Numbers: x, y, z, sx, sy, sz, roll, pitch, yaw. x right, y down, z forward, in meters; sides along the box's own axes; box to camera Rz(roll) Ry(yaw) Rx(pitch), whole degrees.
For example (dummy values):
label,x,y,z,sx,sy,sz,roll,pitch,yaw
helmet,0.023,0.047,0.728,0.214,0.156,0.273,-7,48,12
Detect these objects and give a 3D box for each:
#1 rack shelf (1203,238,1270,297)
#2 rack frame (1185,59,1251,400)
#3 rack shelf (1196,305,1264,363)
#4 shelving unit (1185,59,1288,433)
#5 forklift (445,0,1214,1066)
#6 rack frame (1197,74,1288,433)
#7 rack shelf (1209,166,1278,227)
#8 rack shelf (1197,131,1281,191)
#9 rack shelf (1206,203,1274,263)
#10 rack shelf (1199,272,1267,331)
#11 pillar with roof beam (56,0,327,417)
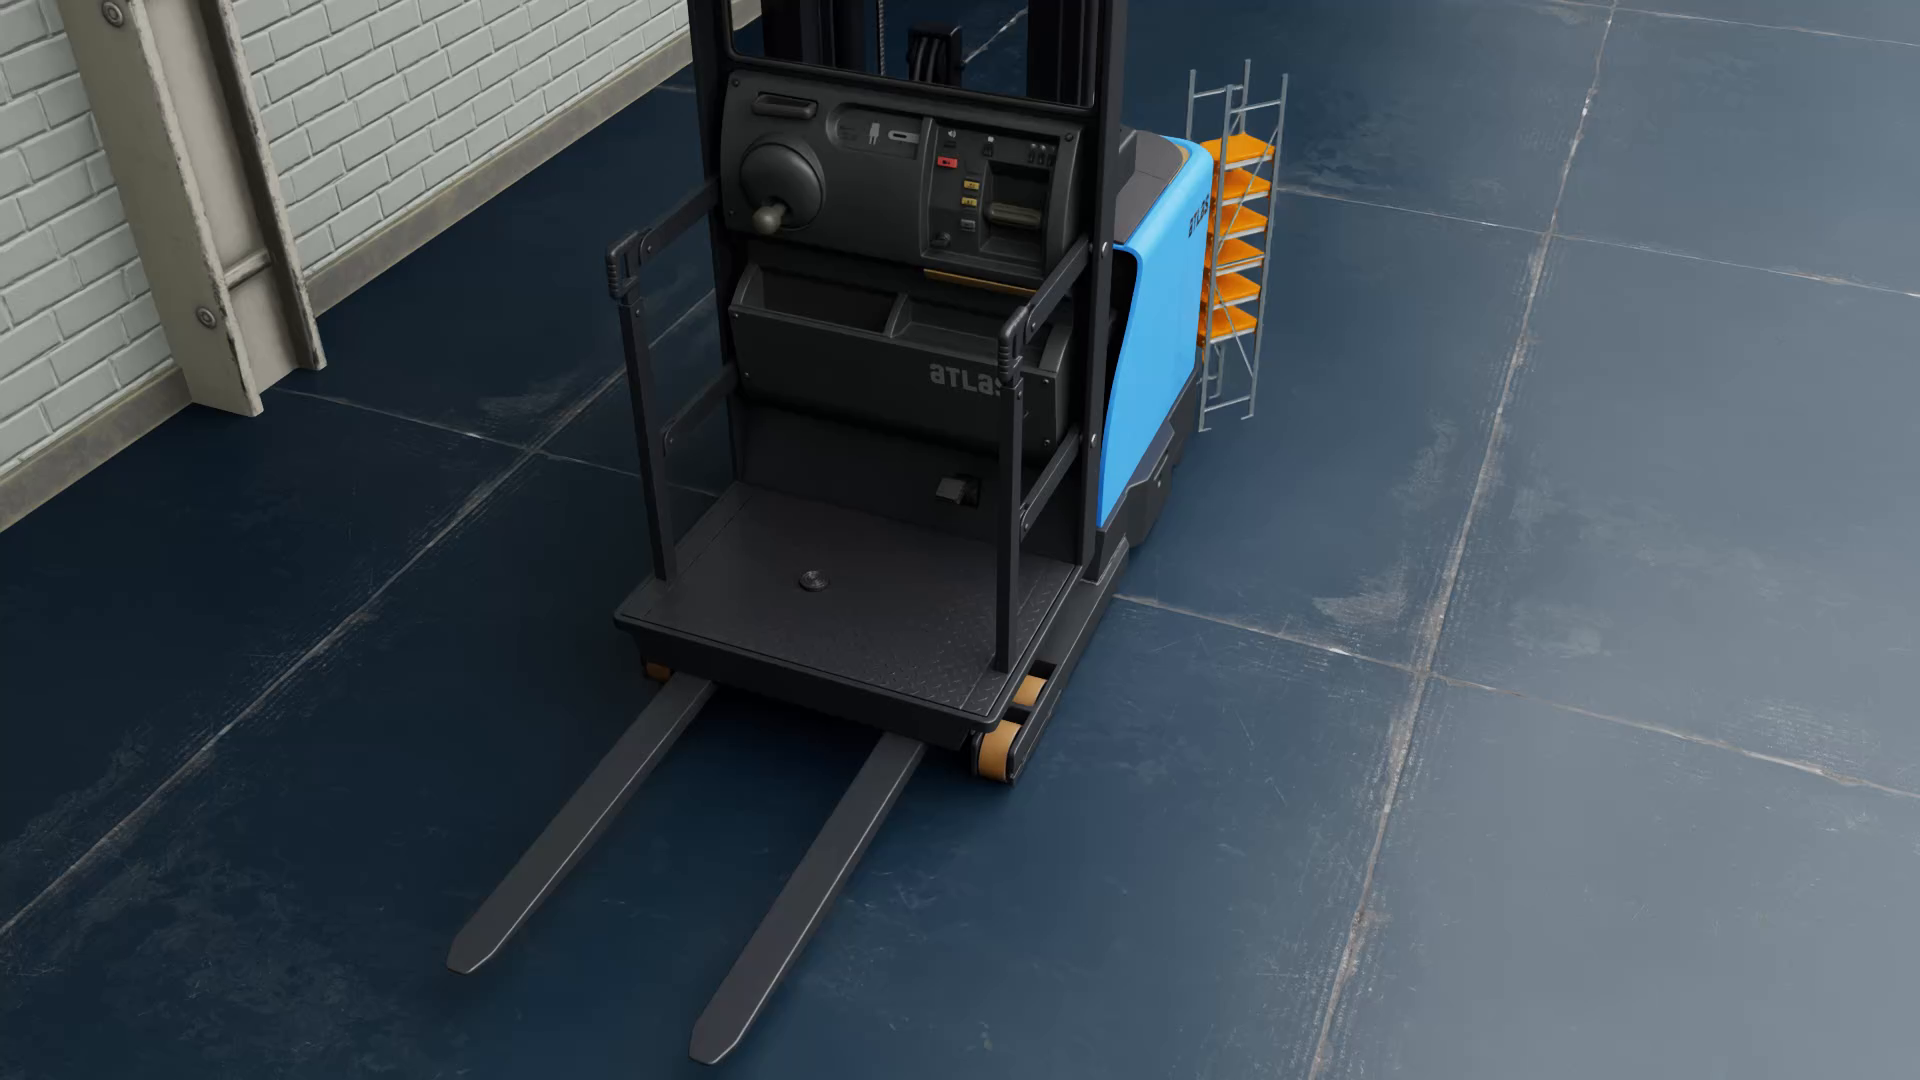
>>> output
label,x,y,z,sx,sy,sz,roll,pitch,yaw
rack shelf,0.870,-0.912,5.524,0.258,0.103,0.180,-18,36,-26
rack frame,0.823,-0.991,5.567,0.240,1.200,0.006,-18,36,-26
rack shelf,0.870,-0.708,5.651,0.258,0.103,0.180,-18,36,-26
shelving unit,0.870,-0.949,5.500,0.258,1.200,0.189,-18,36,-26
forklift,-0.241,-0.825,3.906,1.130,2.935,3.031,14,39,18
rack frame,0.916,-0.908,5.433,0.240,1.200,0.006,-18,36,-26
rack shelf,0.869,-1.115,5.396,0.258,0.103,0.180,-18,36,-26
rack shelf,0.869,-1.217,5.333,0.258,0.103,0.180,-18,36,-26
rack shelf,0.870,-1.013,5.460,0.258,0.103,0.180,-18,36,-26
rack shelf,0.870,-0.810,5.587,0.258,0.103,0.180,-18,36,-26
pillar with roof beam,1.440,-3.198,2.012,9.100,9.000,0.400,14,39,18
